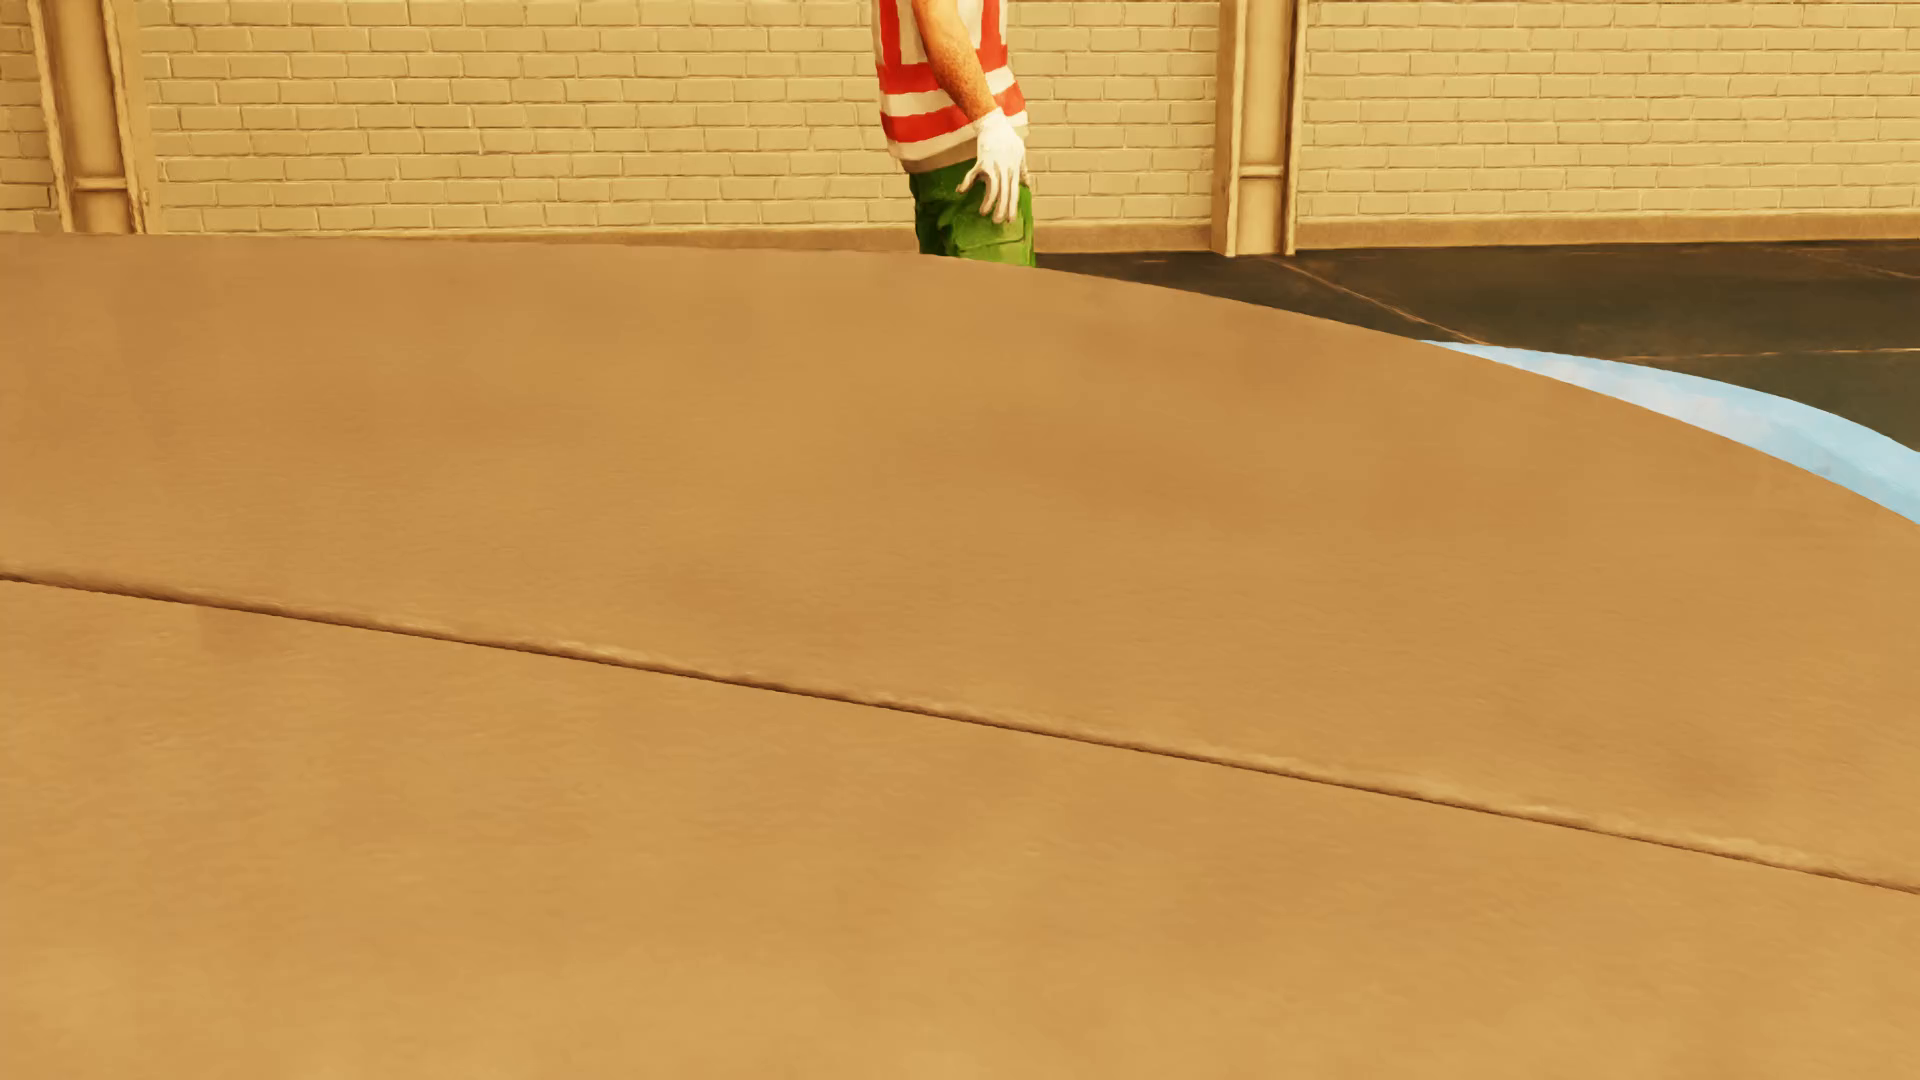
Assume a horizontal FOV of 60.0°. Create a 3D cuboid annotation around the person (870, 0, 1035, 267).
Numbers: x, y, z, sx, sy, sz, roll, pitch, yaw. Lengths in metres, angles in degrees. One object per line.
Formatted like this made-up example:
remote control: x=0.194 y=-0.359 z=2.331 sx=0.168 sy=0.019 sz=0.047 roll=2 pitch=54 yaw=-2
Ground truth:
person: x=0.081 y=-0.863 z=3.706 sx=0.563 sy=1.787 sz=0.637 roll=-2 pitch=17 yaw=-8
